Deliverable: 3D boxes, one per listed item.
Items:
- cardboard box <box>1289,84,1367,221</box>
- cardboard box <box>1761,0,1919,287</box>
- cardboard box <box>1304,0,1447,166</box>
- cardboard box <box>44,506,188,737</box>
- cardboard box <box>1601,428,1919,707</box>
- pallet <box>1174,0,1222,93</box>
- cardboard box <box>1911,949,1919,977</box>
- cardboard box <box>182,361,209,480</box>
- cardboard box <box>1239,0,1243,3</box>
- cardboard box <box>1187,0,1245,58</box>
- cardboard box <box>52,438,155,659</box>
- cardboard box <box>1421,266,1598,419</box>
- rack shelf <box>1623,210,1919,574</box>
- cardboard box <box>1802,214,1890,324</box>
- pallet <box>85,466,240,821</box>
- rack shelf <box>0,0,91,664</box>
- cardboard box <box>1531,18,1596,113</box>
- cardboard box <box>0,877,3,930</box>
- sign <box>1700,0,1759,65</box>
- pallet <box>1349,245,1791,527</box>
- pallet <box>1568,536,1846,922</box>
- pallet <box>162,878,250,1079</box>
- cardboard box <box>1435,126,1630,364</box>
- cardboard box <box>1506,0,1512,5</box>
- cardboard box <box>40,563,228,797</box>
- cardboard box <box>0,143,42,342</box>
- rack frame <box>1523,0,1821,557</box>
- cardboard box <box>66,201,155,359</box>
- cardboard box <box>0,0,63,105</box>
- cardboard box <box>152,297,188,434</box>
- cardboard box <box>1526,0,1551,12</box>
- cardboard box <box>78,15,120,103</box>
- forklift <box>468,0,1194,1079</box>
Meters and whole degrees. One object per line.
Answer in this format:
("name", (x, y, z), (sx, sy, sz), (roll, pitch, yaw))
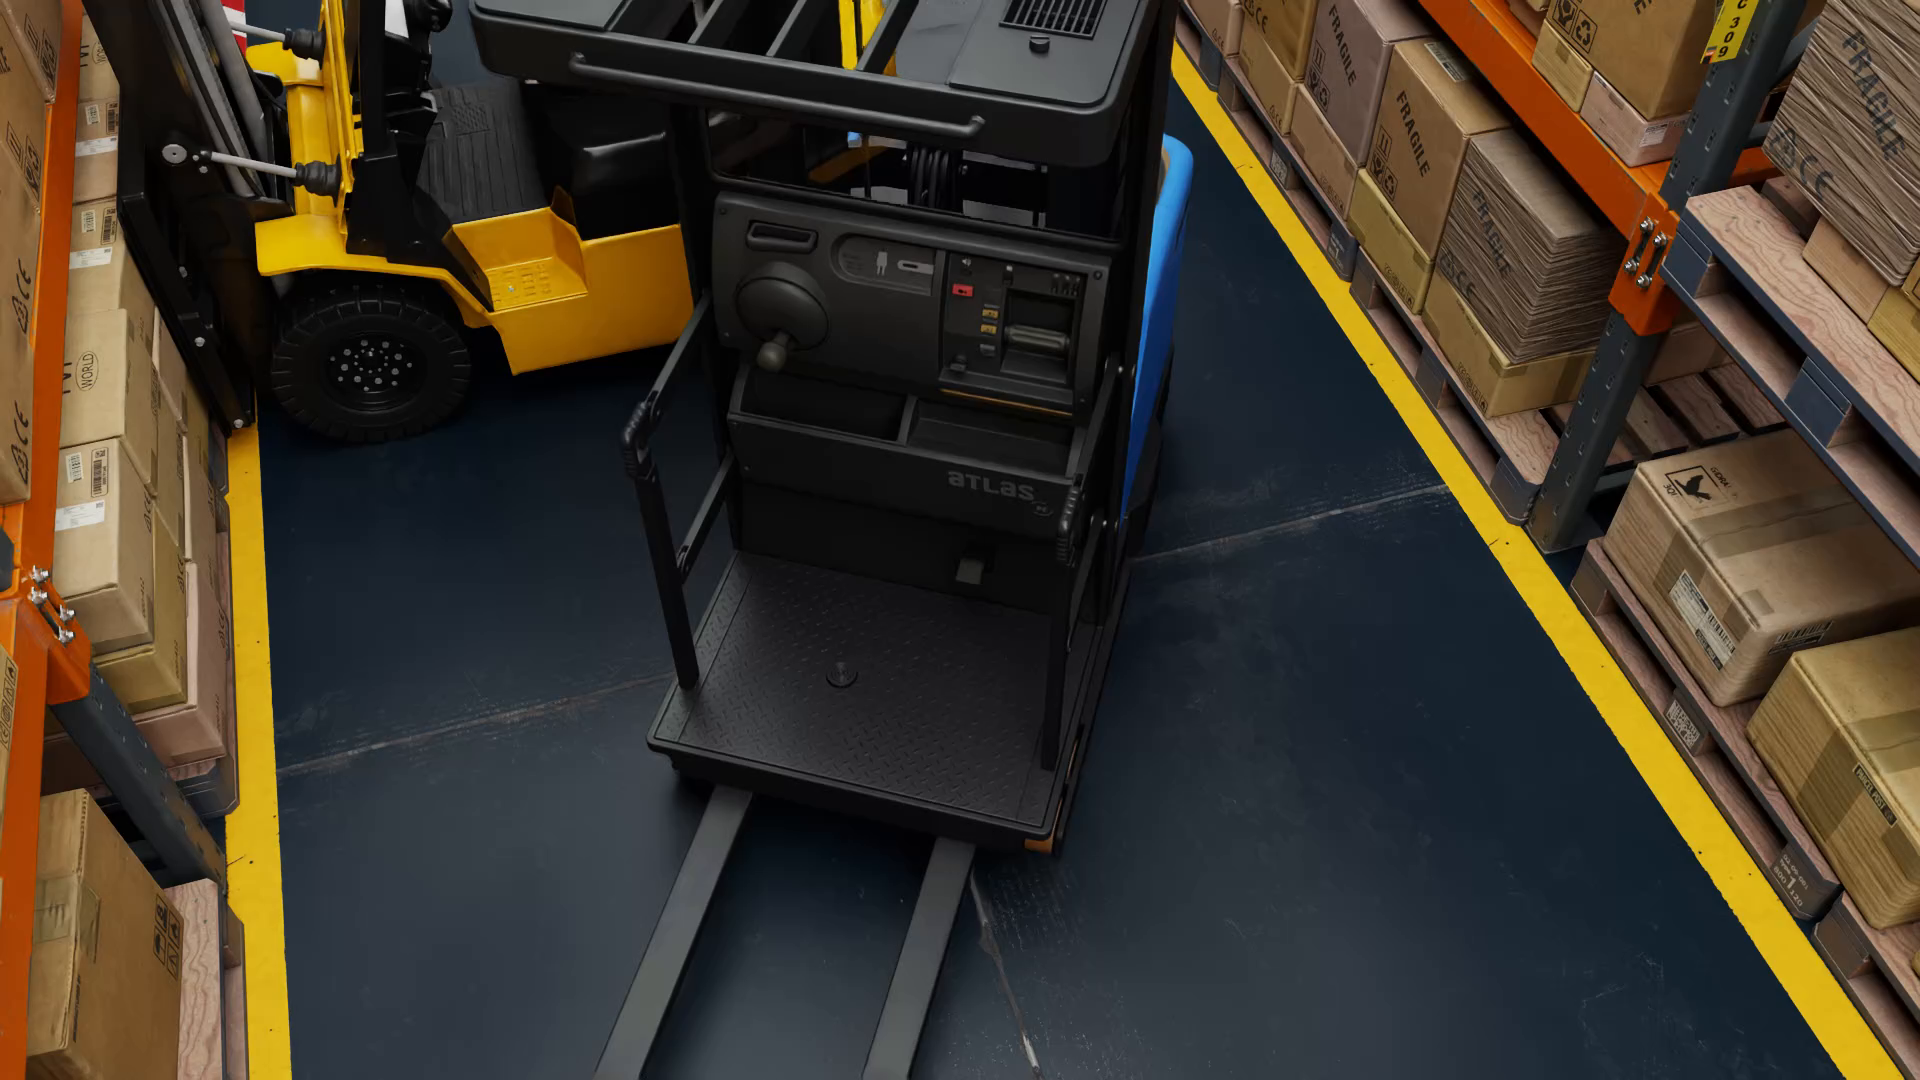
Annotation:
("cardboard box", (1.541, -1.451, 6.035), (0.500, 0.250, 0.500), (-13, 51, -10))
("cardboard box", (2.150, -0.928, 3.536), (0.500, 0.500, 0.500), (-12, 51, -10))
("cardboard box", (1.550, -1.678, 5.736), (0.500, 0.500, 0.500), (-11, 51, -9))
("cardboard box", (-2.303, 0.220, 4.299), (0.500, 0.250, 0.500), (-14, 51, -11))
("cardboard box", (2.443, 0.022, 4.713), (0.950, 0.372, 0.625), (-13, 51, -11))
("pallet", (1.331, -2.438, 7.167), (1.003, 0.211, 1.213), (-13, 51, -11))
("cardboard box", (2.866, 1.054, 3.844), (0.950, 0.372, 0.625), (-12, 51, -10))
("cardboard box", (-2.614, -0.363, 5.118), (0.500, 0.250, 0.500), (-13, 51, -10))
("cardboard box", (1.243, -2.434, 6.374), (0.500, 0.500, 0.500), (-15, 52, -12))
("cardboard box", (1.221, -2.216, 6.680), (0.500, 0.250, 0.500), (-12, 51, -10))
("cardboard box", (-2.298, 0.058, 4.109), (0.500, 0.250, 0.500), (-14, 51, -12))
("cardboard box", (1.854, -0.692, 5.395), (0.500, 0.250, 0.500), (-11, 51, -9))
("rack shelf", (2.877, 0.621, 3.235), (1.077, 0.370, 4.000), (-13, 51, -11))
("cardboard box", (2.147, -0.651, 3.727), (0.380, 0.149, 0.250), (-13, 51, -10))
("pallet", (-2.650, 0.362, 4.807), (1.003, 0.211, 1.213), (-13, 51, -11))
("rack shelf", (-3.047, -1.176, 4.750), (1.077, 0.370, 4.000), (-13, 51, -11))
("cardboard box", (1.819, -1.337, 4.580), (0.380, 0.149, 0.250), (-12, 51, -10))
("cardboard box", (-1.902, 0.776, 2.732), (0.500, 0.250, 0.500), (-14, 51, -11))
("sign", (1.769, -1.223, 3.753), (0.100, 0.325, 0.005), (-13, 51, -11))
("pallet", (2.053, -0.656, 5.665), (1.003, 0.211, 1.213), (-13, 51, -11))
("pallet", (2.517, 0.395, 4.779), (1.003, 0.211, 1.213), (-13, 51, -11))
("pallet", (-2.200, 1.481, 3.863), (1.003, 0.211, 1.213), (-13, 51, -11))
("cardboard box", (1.854, -0.934, 5.109), (0.500, 0.500, 0.500), (-14, 51, -11))
("cardboard box", (1.756, -1.730, 4.911), (0.380, 0.149, 0.250), (-14, 51, -11))
("cardboard box", (-2.282, 0.376, 4.495), (0.500, 0.250, 0.500), (-13, 51, -11))
("cardboard box", (-2.507, -0.739, 3.846), (0.500, 0.500, 0.500), (-13, 51, -10))
("rack frame", (2.285, -1.072, 4.192), (1.000, 3.000, 0.127), (-13, 51, -11))
("cardboard box", (-2.598, -0.679, 4.730), (0.500, 0.250, 0.500), (-12, 51, -10))
("cardboard box", (-2.786, -1.481, 4.471), (0.500, 0.500, 0.500), (-13, 51, -11))
("cardboard box", (-2.592, -0.517, 4.921), (0.500, 0.250, 0.500), (-14, 51, -11))
("cardboard box", (1.758, -1.843, 4.582), (0.500, 0.500, 0.500), (-12, 51, -10))
("cardboard box", (-2.889, -1.436, 5.368), (0.500, 0.250, 0.500), (-13, 51, -11))
("forklift", (-0.179, -0.432, 3.697), (1.130, 2.935, 3.031), (12, 51, 10))
